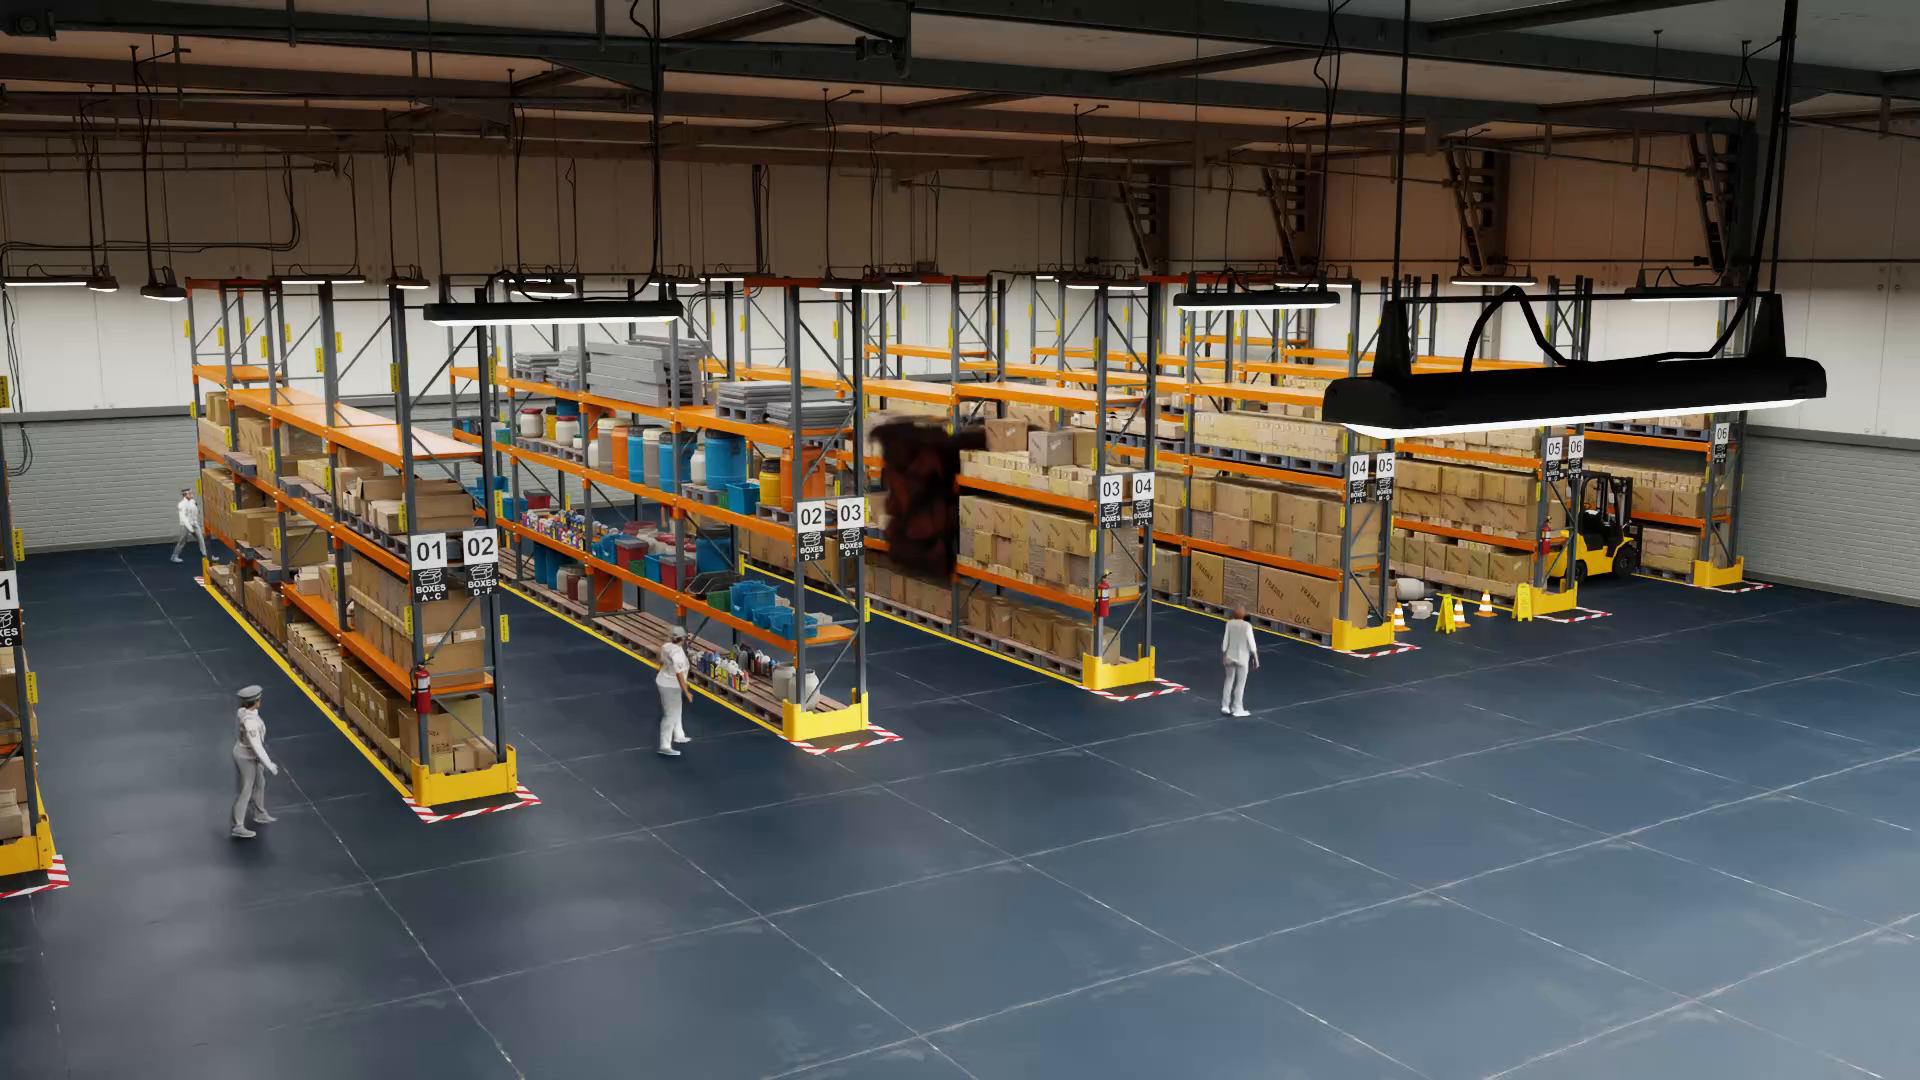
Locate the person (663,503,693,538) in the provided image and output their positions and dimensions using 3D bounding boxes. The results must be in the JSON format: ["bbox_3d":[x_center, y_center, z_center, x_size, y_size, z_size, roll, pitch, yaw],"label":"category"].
[{"bbox_3d":[-5.908,-0.318,34.981,0.617,1.721,0.919,-5,11,-30],"label":"person"}]

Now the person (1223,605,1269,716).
[{"bbox_3d":[3.982,1.691,23.300,0.559,1.582,0.468,9,13,41],"label":"person"}]

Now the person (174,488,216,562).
[{"bbox_3d":[-16.102,-0.286,34.895,0.905,1.634,0.544,3,10,17],"label":"person"}]

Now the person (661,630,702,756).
[{"bbox_3d":[-3.633,1.953,21.660,0.535,1.625,0.688,-3,10,-18],"label":"person"}]

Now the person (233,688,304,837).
[{"bbox_3d":[-7.753,2.460,18.568,0.778,1.635,0.605,-4,10,-23],"label":"person"}]
